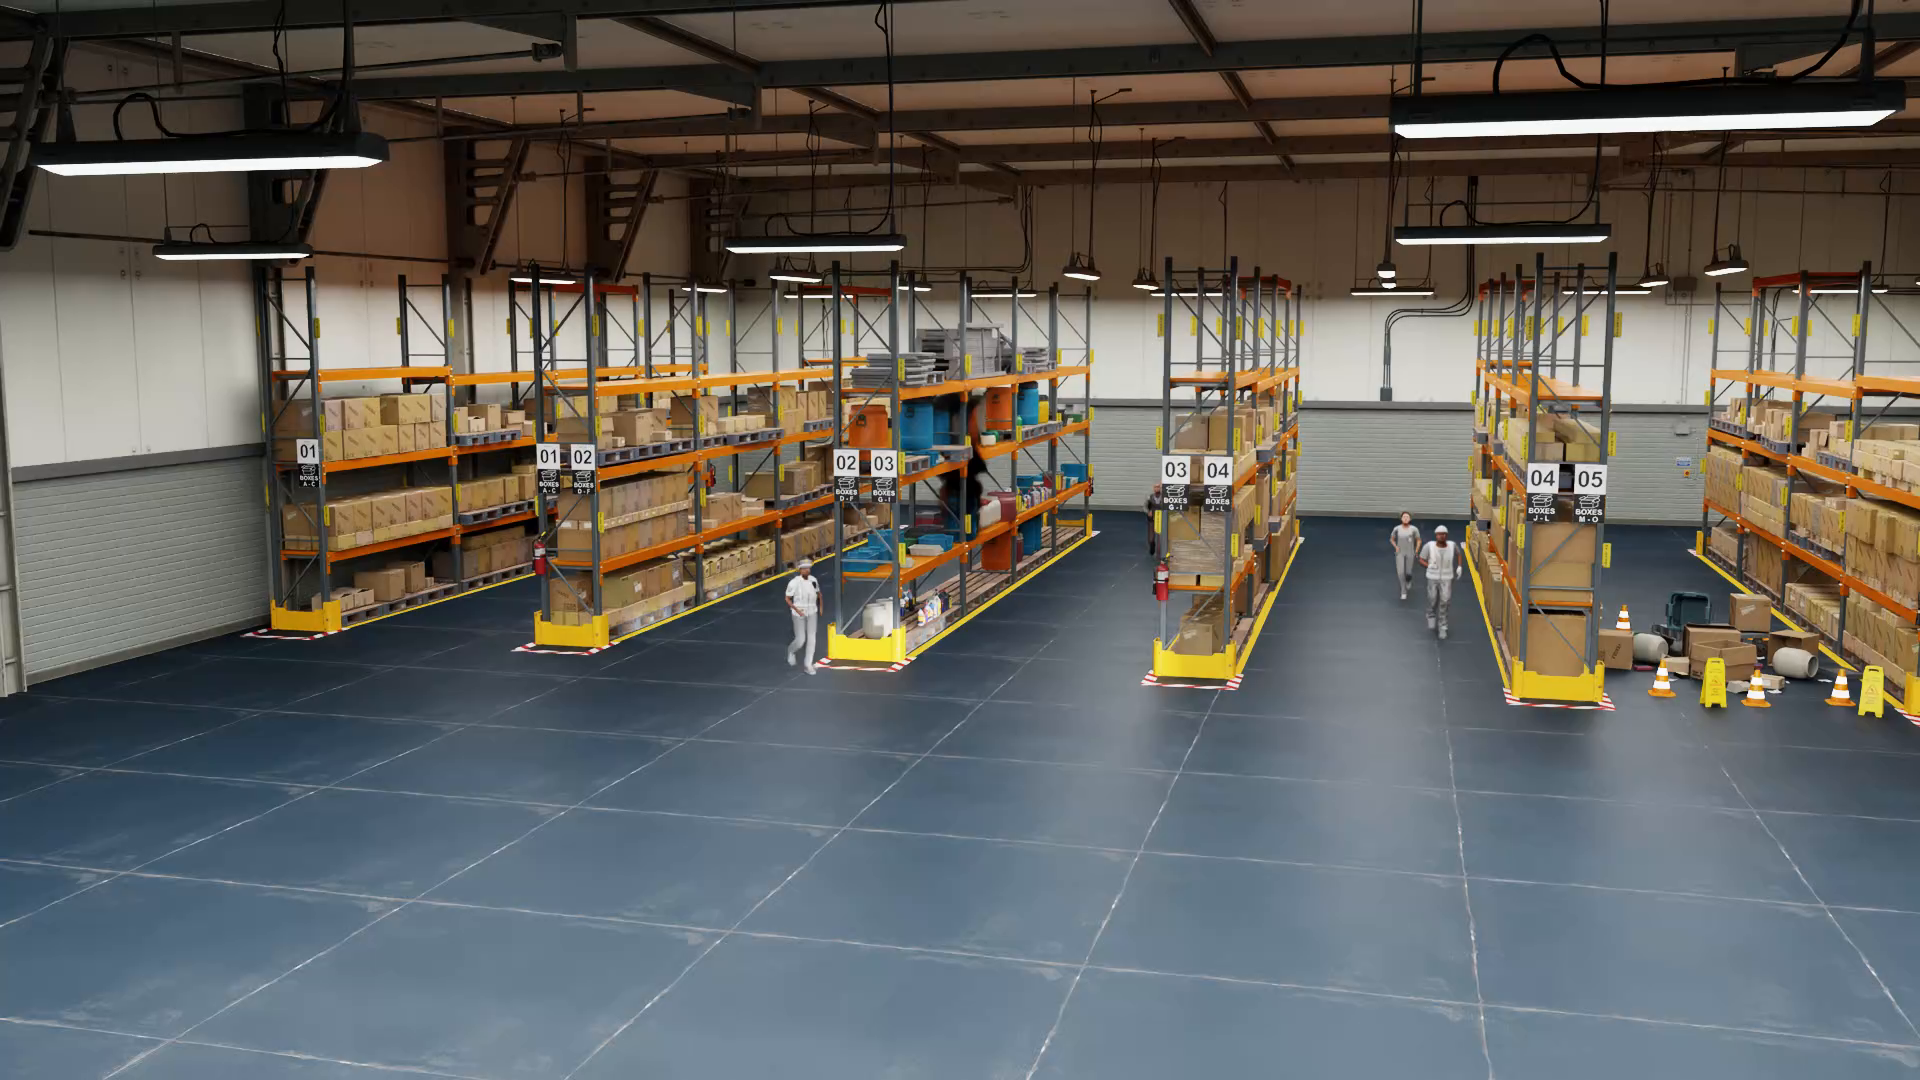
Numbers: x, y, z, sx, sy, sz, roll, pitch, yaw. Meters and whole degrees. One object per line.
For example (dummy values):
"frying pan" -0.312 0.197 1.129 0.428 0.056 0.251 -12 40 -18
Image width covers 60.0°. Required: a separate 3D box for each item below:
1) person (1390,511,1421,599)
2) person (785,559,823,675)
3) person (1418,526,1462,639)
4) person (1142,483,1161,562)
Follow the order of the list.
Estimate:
"person" 8.302 0.276 31.019 0.566 1.630 0.572 2 8 16
"person" -2.286 1.094 24.394 0.602 1.689 0.691 -4 8 -28
"person" 7.871 0.664 27.286 0.704 1.832 0.850 1 7 11
"person" 4.278 -0.390 35.972 0.669 1.684 0.760 1 7 8
